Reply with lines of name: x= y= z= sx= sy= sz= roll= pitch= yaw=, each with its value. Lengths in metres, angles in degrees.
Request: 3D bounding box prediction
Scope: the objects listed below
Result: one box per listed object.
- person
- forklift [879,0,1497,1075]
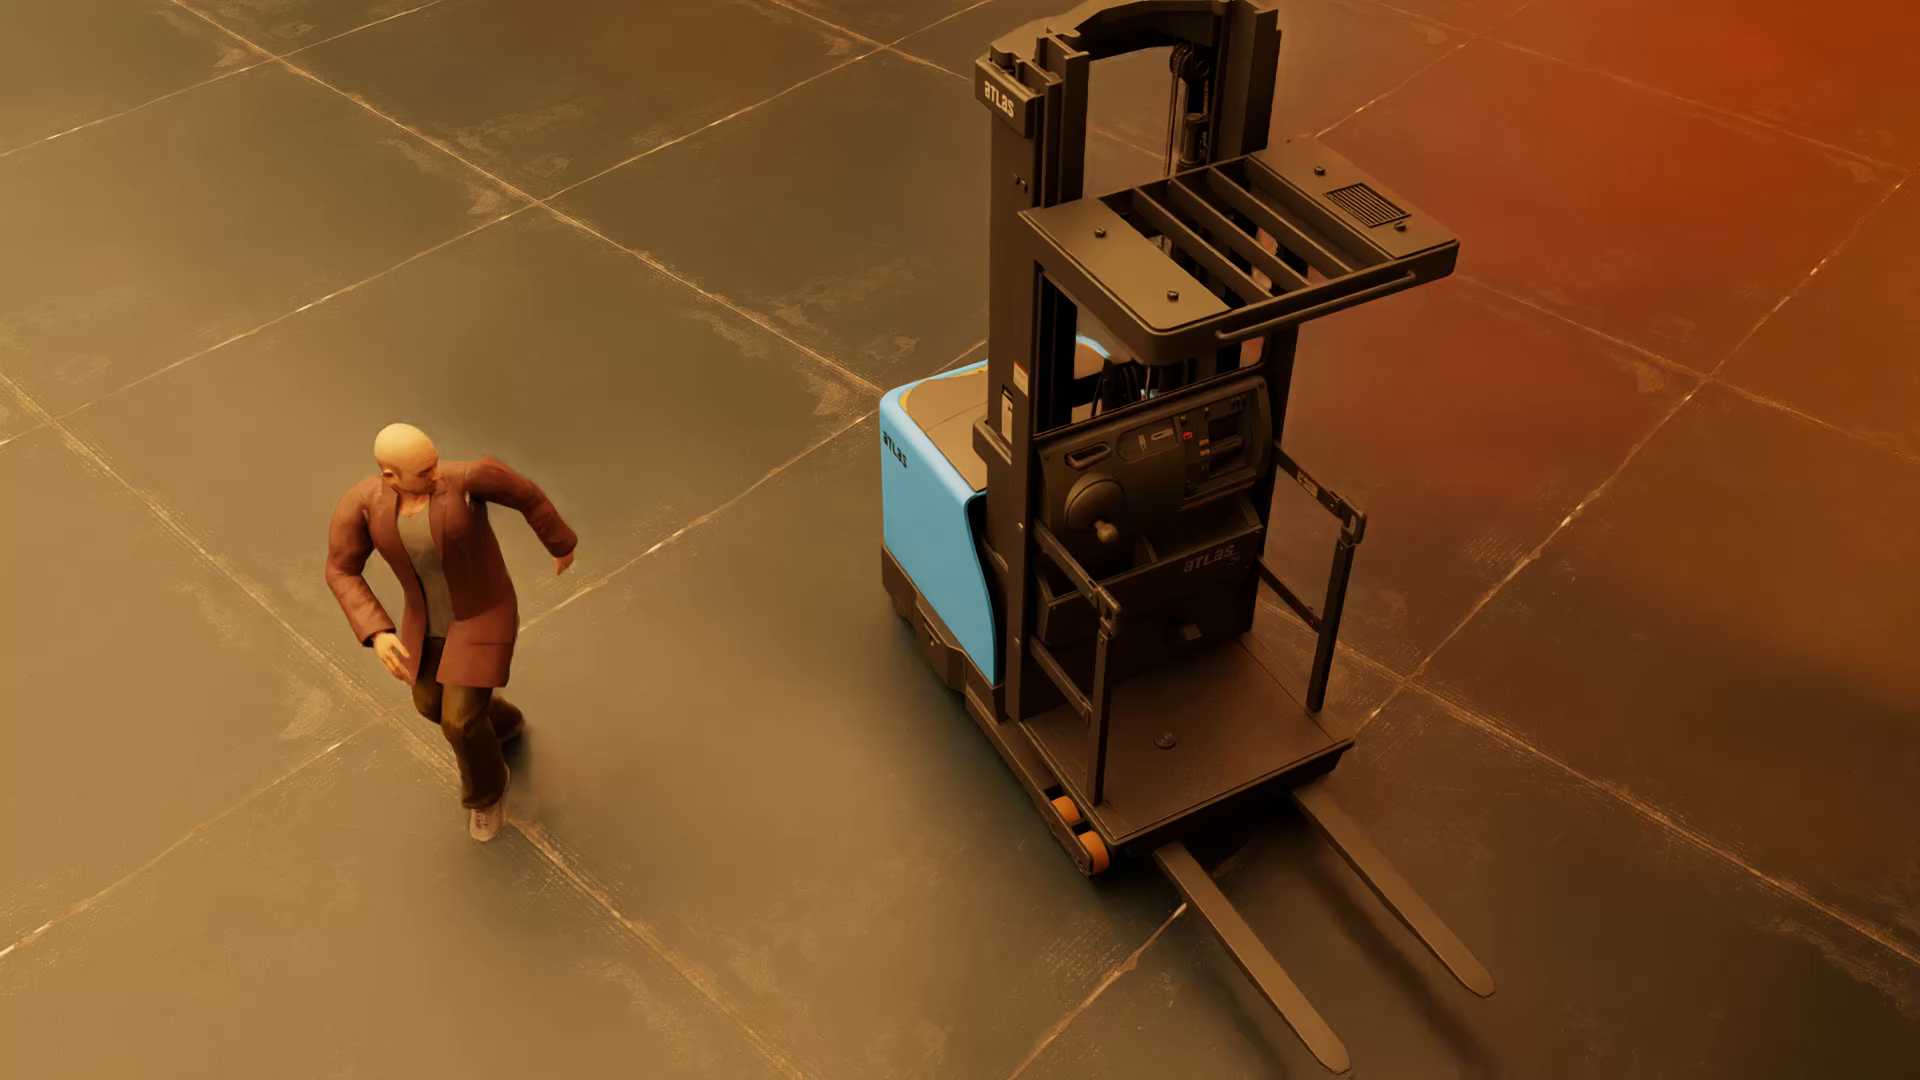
person: x=-1.844 y=0.359 z=6.145 sx=0.663 sy=1.597 sz=0.824 roll=10 pitch=42 yaw=11
forklift: x=0.794 y=-0.198 z=5.659 sx=1.130 sy=2.935 sz=3.031 roll=-19 pitch=44 yaw=-21
